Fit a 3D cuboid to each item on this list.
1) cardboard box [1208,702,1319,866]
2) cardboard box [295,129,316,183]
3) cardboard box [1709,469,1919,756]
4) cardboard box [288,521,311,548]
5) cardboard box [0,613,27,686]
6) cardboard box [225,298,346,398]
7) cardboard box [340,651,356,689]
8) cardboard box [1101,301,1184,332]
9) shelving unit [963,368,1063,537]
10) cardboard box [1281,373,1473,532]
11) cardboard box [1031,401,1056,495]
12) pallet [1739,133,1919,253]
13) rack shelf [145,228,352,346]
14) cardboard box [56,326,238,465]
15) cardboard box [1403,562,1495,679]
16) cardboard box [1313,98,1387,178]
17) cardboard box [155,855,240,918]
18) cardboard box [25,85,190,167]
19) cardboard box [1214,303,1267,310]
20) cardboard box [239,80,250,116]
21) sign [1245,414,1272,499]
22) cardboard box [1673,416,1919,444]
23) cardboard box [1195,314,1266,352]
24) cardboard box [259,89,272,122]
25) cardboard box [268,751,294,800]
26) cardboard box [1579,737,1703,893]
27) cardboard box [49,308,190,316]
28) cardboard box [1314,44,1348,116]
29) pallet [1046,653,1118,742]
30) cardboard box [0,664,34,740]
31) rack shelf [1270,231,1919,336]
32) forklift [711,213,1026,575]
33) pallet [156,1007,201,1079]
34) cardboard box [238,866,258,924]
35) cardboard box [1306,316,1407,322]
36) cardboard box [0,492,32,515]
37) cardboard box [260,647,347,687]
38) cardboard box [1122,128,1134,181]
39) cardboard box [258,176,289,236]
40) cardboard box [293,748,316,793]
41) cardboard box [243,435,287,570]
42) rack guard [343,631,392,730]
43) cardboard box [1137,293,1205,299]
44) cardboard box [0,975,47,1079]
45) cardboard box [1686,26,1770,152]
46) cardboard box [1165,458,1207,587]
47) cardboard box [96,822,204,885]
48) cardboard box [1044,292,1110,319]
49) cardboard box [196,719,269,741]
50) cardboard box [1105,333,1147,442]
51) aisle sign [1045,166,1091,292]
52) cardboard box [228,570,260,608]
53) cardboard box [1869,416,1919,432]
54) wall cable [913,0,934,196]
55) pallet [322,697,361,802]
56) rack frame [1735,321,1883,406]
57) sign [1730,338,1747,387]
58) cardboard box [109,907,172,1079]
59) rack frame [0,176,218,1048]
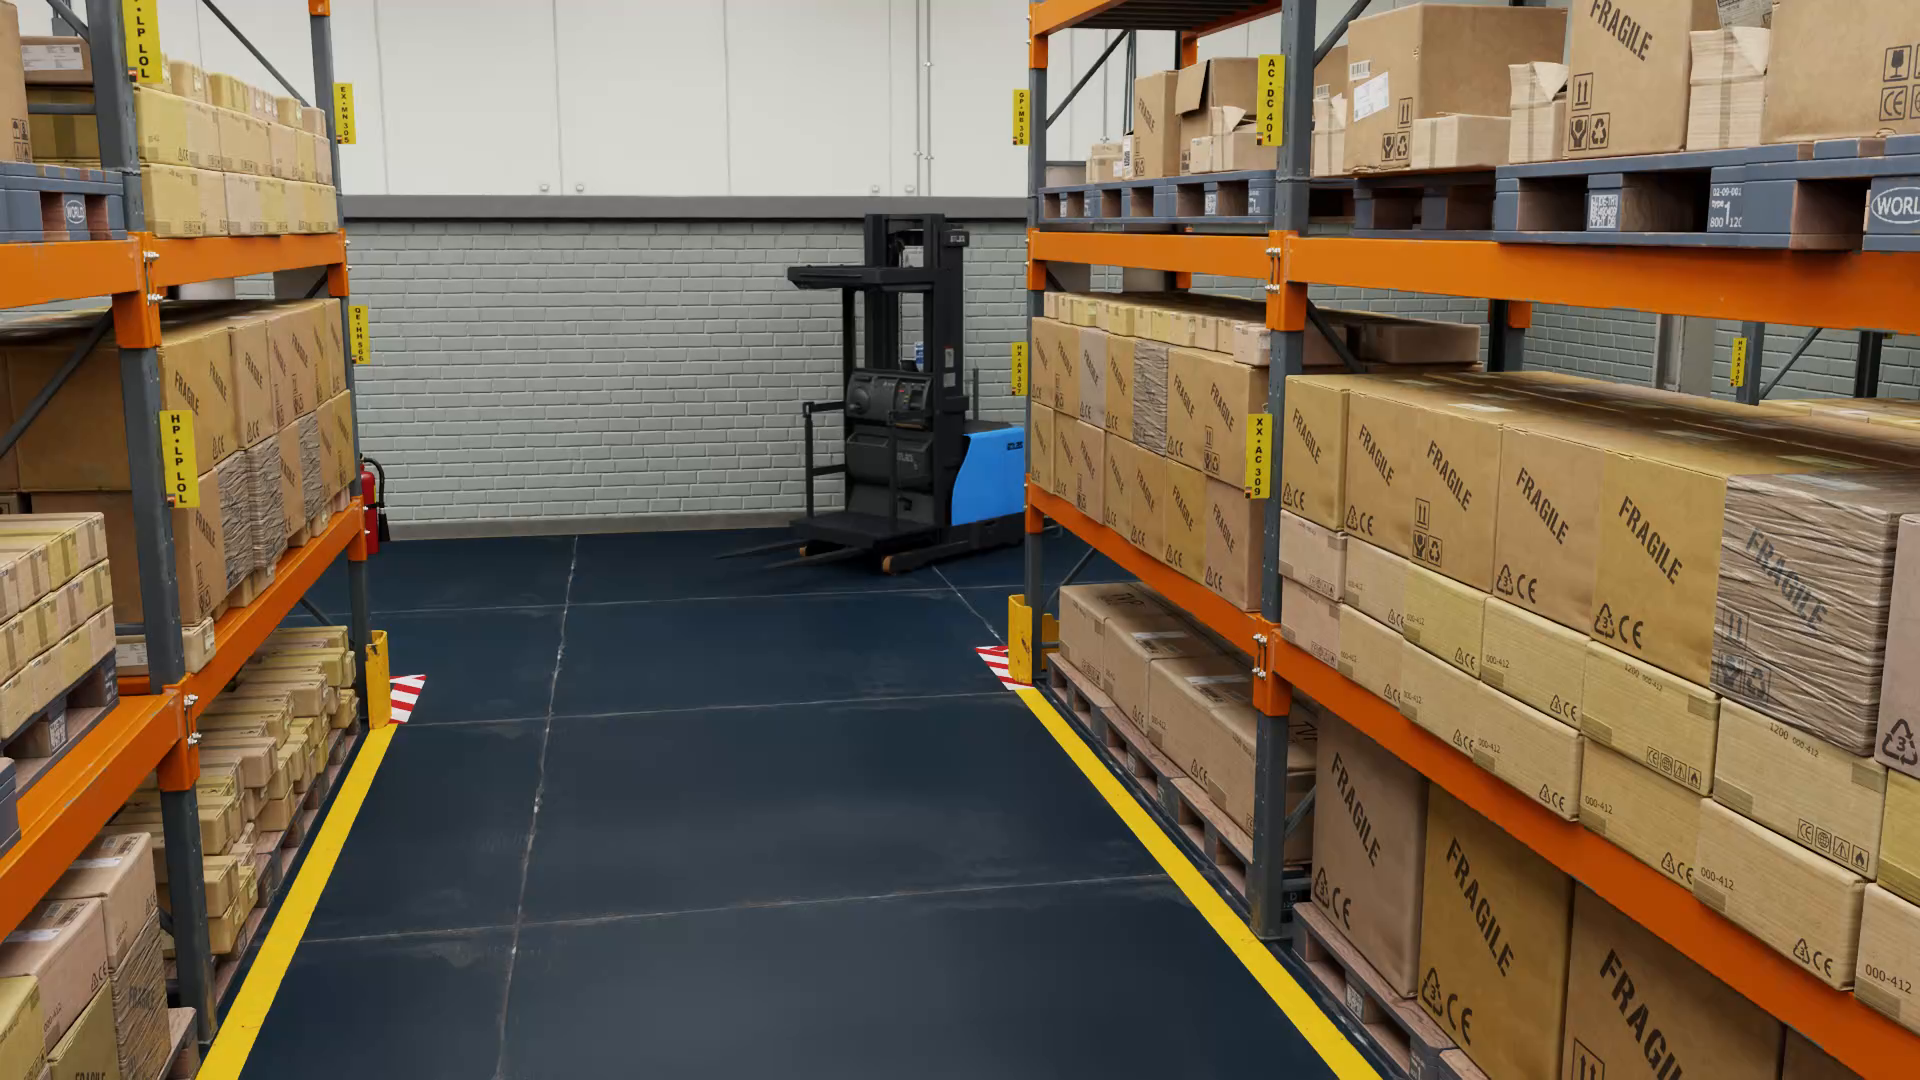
[{"bbox_3d":[1.674,1.055,7.412,0.875,0.438,0.875,-2,11,-12],"label":"cardboard box"},{"bbox_3d":[-3.483,-1.889,8.196,0.500,0.250,0.500,-2,11,-13],"label":"cardboard box"},{"bbox_3d":[2.004,0.136,3.570,0.500,0.500,0.500,-2,11,-10],"label":"cardboard box"},{"bbox_3d":[-3.412,-0.052,8.174,0.380,0.149,0.250,-3,11,-14],"label":"cardboard box"},{"bbox_3d":[-2.719,0.301,4.398,0.380,0.149,0.250,-2,11,-13],"label":"cardboard box"},{"bbox_3d":[-3.590,-1.024,8.873,0.500,0.500,0.500,-2,11,-12],"label":"cardboard box"},{"bbox_3d":[-3.540,0.722,9.143,0.380,0.149,0.250,-2,11,-13],"label":"cardboard box"},{"bbox_3d":[0.948,-1.157,8.629,0.380,0.149,0.250,-2,11,-10],"label":"cardboard box"},{"bbox_3d":[0.398,-0.803,15.457,1.048,1.500,0.538,9,14,39],"label":"shelving unit"},{"bbox_3d":[1.494,-0.327,6.004,0.500,0.500,0.500,-2,11,-10],"label":"cardboard box"},{"bbox_3d":[0.725,-0.562,9.914,0.500,0.500,0.500,-2,11,-11],"label":"cardboard box"},{"bbox_3d":[2.292,-0.641,3.079,1.213,0.211,1.003,-2,11,-8],"label":"pallet"},{"bbox_3d":[-3.534,-1.166,7.257,1.077,0.370,4.000,-2,11,-11],"label":"rack shelf"},{"bbox_3d":[-3.109,-0.552,6.390,0.500,0.500,0.500,-2,11,-13],"label":"cardboard box"},{"bbox_3d":[1.701,0.229,5.087,0.500,0.250,0.500,-2,11,-10],"label":"cardboard box"},{"bbox_3d":[1.445,-1.387,5.730,0.396,0.266,0.258,-2,11,-12],"label":"cardboard box"},{"bbox_3d":[-2.902,1.291,6.153,0.380,0.149,0.250,-2,11,-8],"label":"cardboard box"},{"bbox_3d":[-3.003,-1.422,5.739,0.500,0.250,0.500,-2,11,-9],"label":"cardboard box"},{"bbox_3d":[1.514,-1.131,8.494,0.380,0.149,0.250,-2,11,-9],"label":"cardboard box"},{"bbox_3d":[-3.236,-1.873,7.044,0.380,0.149,0.250,-2,11,-13],"label":"cardboard box"},{"bbox_3d":[1.147,-0.322,6.390,0.100,0.325,0.005,-2,11,-11],"label":"sign"},{"bbox_3d":[2.327,-0.063,4.615,0.500,0.500,0.500,-2,11,-10],"label":"cardboard box"},{"bbox_3d":[1.268,-0.926,7.416,0.380,0.149,0.250,-2,11,-11],"label":"cardboard box"},{"bbox_3d":[-3.352,-1.968,7.542,0.380,0.149,0.250,-2,11,-10],"label":"cardboard box"},{"bbox_3d":[-3.189,1.055,7.393,0.380,0.149,0.250,-2,11,-11],"label":"cardboard box"},{"bbox_3d":[1.919,0.660,4.161,0.500,0.250,0.500,-2,11,-12],"label":"cardboard box"},{"bbox_3d":[-3.912,-0.819,7.793,0.500,0.500,0.500,-2,11,-12],"label":"cardboard box"},{"bbox_3d":[1.782,-1.771,6.854,0.500,0.500,0.500,-2,11,-10],"label":"cardboard box"},{"bbox_3d":[1.145,0.902,9.946,1.003,0.211,1.213,-2,11,-11],"label":"pallet"},{"bbox_3d":[-2.727,0.443,4.450,0.380,0.149,0.250,-3,11,-14],"label":"cardboard box"},{"bbox_3d":[2.080,-0.631,4.446,1.077,0.370,4.000,-2,11,-11],"label":"rack shelf"},{"bbox_3d":[-0.746,-1.254,13.999,1.130,2.935,3.031,9,14,40],"label":"forklift"},{"bbox_3d":[-2.992,1.833,5.054,1.003,0.211,1.213,-2,11,-11],"label":"pallet"},{"bbox_3d":[-2.952,1.388,6.439,0.380,0.149,0.250,-2,11,-9],"label":"cardboard box"},{"bbox_3d":[1.727,-0.896,7.258,0.380,0.149,0.250,-2,11,-12],"label":"cardboard box"},{"bbox_3d":[-3.516,0.047,5.918,0.500,0.500,0.500,-2,11,-11],"label":"cardboard box"},{"bbox_3d":[-3.404,0.668,8.629,0.380,0.149,0.250,-2,11,-12],"label":"cardboard box"},{"bbox_3d":[1.155,-2.020,8.668,0.500,0.311,0.500,-2,11,-10],"label":"cardboard box"},{"bbox_3d":[-3.263,-1.457,7.264,0.500,0.250,0.500,-2,11,-8],"label":"cardboard box"},{"bbox_3d":[-3.294,1.105,7.921,0.380,0.149,0.250,-2,11,-10],"label":"cardboard box"},{"bbox_3d":[-3.160,-0.159,6.999,0.500,0.500,0.500,-2,11,-12],"label":"cardboard box"},{"bbox_3d":[-3.908,0.829,9.558,1.175,0.500,0.348,-2,11,-11],"label":"rack guard"},{"bbox_3d":[1.252,-1.366,9.729,0.380,0.149,0.250,-2,11,-10],"label":"cardboard box"},{"bbox_3d":[-2.549,1.293,3.993,0.500,0.250,0.500,-3,11,-14],"label":"cardboard box"},{"bbox_3d":[1.858,-0.998,3.685,0.396,0.266,0.258,-2,11,-12],"label":"cardboard box"},{"bbox_3d":[1.244,-0.097,7.469,0.500,0.500,0.500,-2,11,-12],"label":"cardboard box"},{"bbox_3d":[-3.009,1.152,6.086,0.380,0.149,0.250,-2,11,-9],"label":"cardboard box"},{"bbox_3d":[0.710,-1.395,9.882,0.380,0.149,0.250,-2,11,-10],"label":"cardboard box"},{"bbox_3d":[-3.278,0.911,7.352,0.380,0.149,0.250,-3,11,-13],"label":"cardboard box"},{"bbox_3d":[1.040,-0.773,8.349,0.500,0.500,0.500,-2,11,-11],"label":"cardboard box"},{"bbox_3d":[0.614,-1.891,10.211,0.394,0.787,0.004,-2,11,-11],"label":"aisle sign"},{"bbox_3d":[-3.138,0.190,6.902,0.380,0.149,0.250,-2,11,-10],"label":"cardboard box"},{"bbox_3d":[5.805,-0.587,9.916,0.500,0.250,0.500,-2,11,-12],"label":"cardboard box"},{"bbox_3d":[-0.470,-4.592,15.307,0.463,3.000,0.029,-2,11,-11],"label":"wall cable"},{"bbox_3d":[-3.785,1.121,8.795,1.003,0.211,1.213,-2,11,-11],"label":"pallet"},{"bbox_3d":[5.781,-0.793,11.392,1.000,3.000,0.127,-2,11,-11],"label":"rack frame"},{"bbox_3d":[5.249,-1.198,11.208,0.100,0.325,0.005,-2,11,-11],"label":"sign"},{"bbox_3d":[-2.754,1.469,5.072,0.500,0.500,0.500,-2,11,-12],"label":"cardboard box"},{"bbox_3d":[-3.145,0.321,5.543,1.000,3.000,0.127,-2,11,-11],"label":"rack frame"}]
